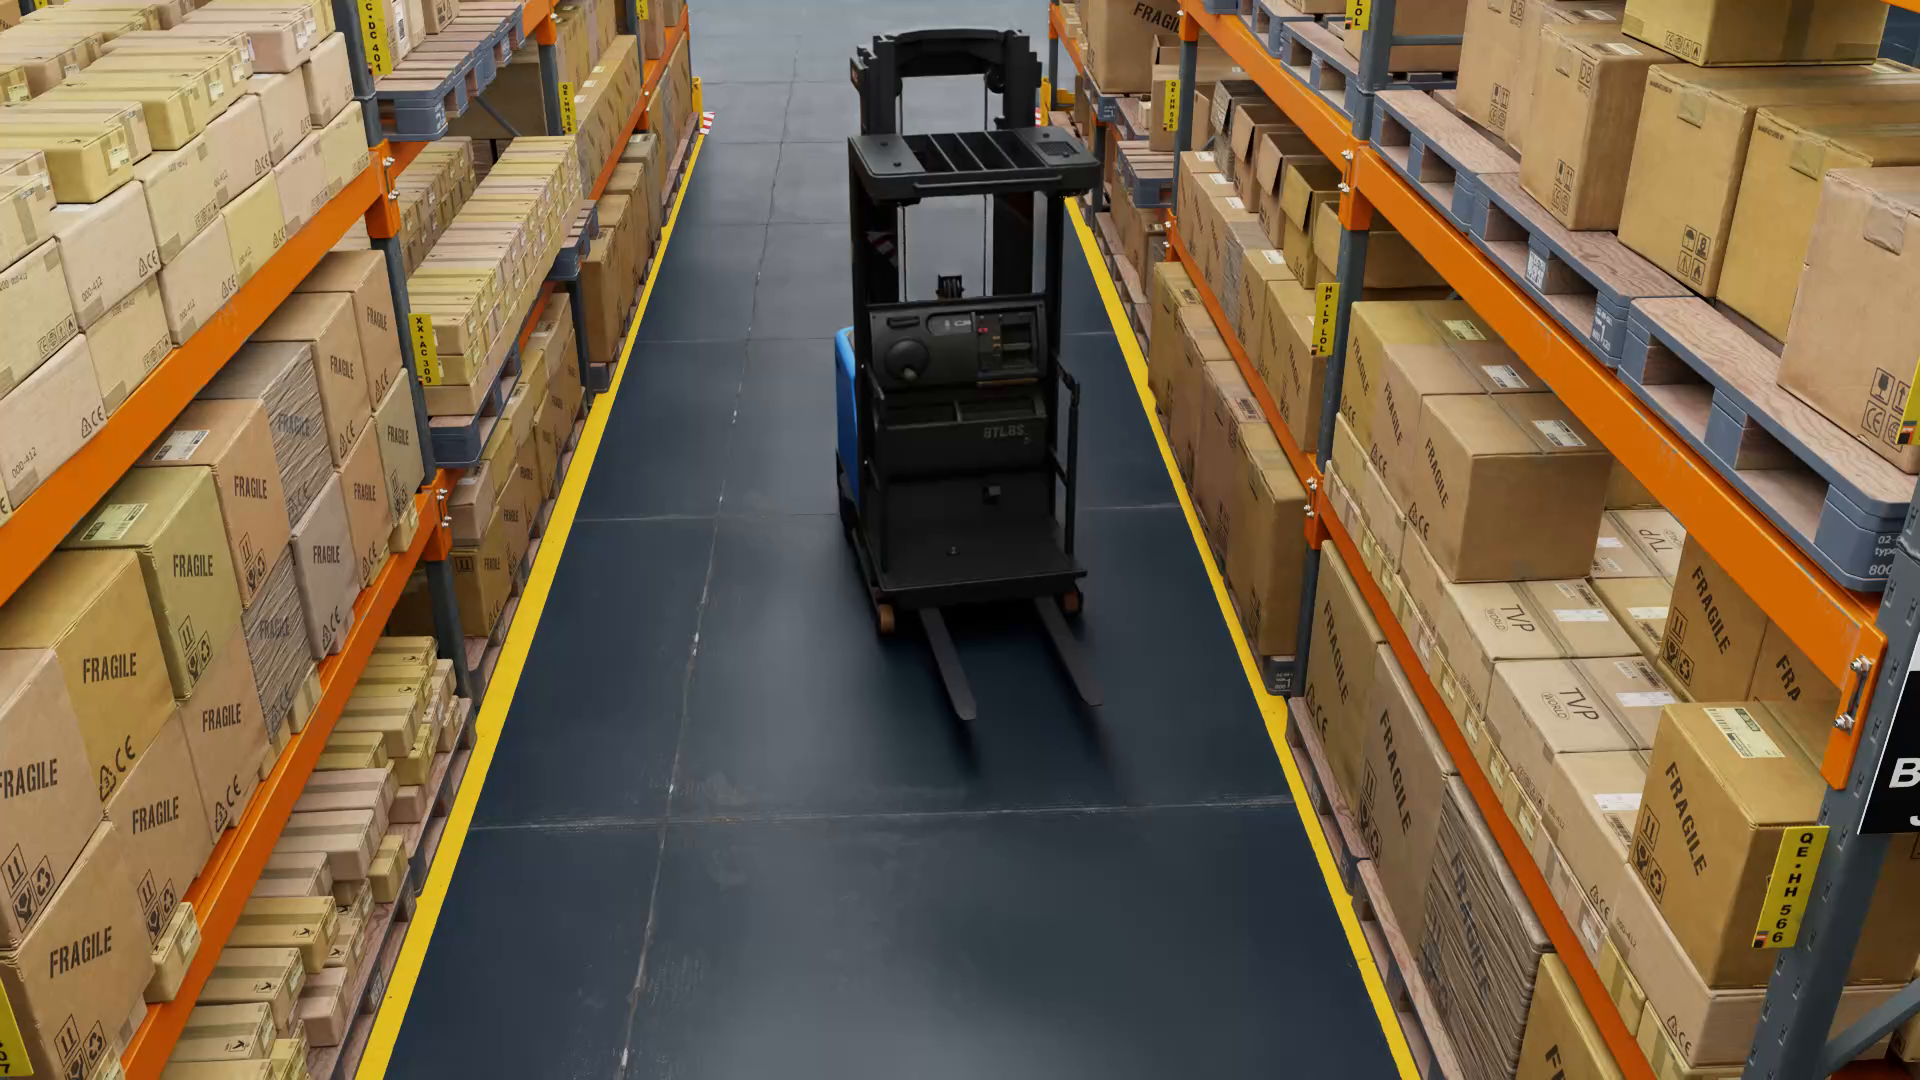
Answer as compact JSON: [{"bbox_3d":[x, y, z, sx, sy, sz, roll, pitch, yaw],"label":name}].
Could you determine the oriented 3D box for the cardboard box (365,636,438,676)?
[{"bbox_3d":[-2.563,0.557,7.424,0.380,0.149,0.250,-1,28,-1],"label":"cardboard box"}]

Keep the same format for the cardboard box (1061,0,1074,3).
[{"bbox_3d":[1.491,-5.952,17.488,0.875,0.500,0.500,-1,28,-3],"label":"cardboard box"}]

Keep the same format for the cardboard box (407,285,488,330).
[{"bbox_3d":[-2.424,-1.076,7.743,0.380,0.149,0.250,-1,28,-1],"label":"cardboard box"}]

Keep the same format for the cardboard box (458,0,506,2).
[{"bbox_3d":[-2.706,-2.918,8.749,0.500,0.500,0.500,-1,28,-3],"label":"cardboard box"}]

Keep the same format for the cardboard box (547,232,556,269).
[{"bbox_3d":[-2.516,-1.648,9.483,0.380,0.149,0.250,-3,28,-5],"label":"cardboard box"}]

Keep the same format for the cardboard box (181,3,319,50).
[{"bbox_3d":[-2.529,-1.817,5.938,0.380,0.149,0.250,-1,28,-1],"label":"cardboard box"}]

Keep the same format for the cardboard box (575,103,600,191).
[{"bbox_3d":[-2.834,-2.755,11.681,0.500,0.500,0.500,-2,28,-3],"label":"cardboard box"}]

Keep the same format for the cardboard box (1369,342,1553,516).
[{"bbox_3d":[1.904,-0.431,6.363,0.500,0.500,0.500,-1,28,-3],"label":"cardboard box"}]

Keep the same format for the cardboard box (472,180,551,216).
[{"bbox_3d":[-2.518,-1.914,9.351,0.380,0.149,0.250,-1,28,-3],"label":"cardboard box"}]

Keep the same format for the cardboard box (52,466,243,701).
[{"bbox_3d":[-2.429,0.125,4.756,0.500,0.500,0.500,-2,28,-4],"label":"cardboard box"}]

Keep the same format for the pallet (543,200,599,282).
[{"bbox_3d":[-2.907,-1.851,10.263,1.213,0.211,1.003,-1,28,-3],"label":"pallet"}]

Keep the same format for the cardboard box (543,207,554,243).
[{"bbox_3d":[-2.515,-1.777,9.409,0.380,0.149,0.250,-2,28,-3],"label":"cardboard box"}]

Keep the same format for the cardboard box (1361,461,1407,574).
[{"bbox_3d":[1.901,-0.101,6.540,0.500,0.250,0.500,-2,28,-3],"label":"cardboard box"}]

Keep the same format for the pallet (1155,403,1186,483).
[{"bbox_3d":[1.874,-0.733,10.928,1.003,0.211,1.213,-1,28,-3],"label":"pallet"}]

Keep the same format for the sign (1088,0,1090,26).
[{"bbox_3d":[1.158,-4.550,14.294,0.100,0.325,0.005,-1,28,-3],"label":"sign"}]

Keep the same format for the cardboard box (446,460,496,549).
[{"bbox_3d":[-2.616,-0.173,8.277,0.500,0.250,0.500,-3,28,-5],"label":"cardboard box"}]

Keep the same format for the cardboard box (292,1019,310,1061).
[{"bbox_3d":[-2.468,1.790,5.702,0.380,0.149,0.250,-1,28,-3],"label":"cardboard box"}]

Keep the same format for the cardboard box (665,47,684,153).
[{"bbox_3d":[-3.319,-4.483,16.946,0.875,0.875,0.875,-2,28,-3],"label":"cardboard box"}]

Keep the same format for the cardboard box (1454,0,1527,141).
[{"bbox_3d":[2.218,-1.733,5.916,0.700,0.500,0.500,-3,28,-6],"label":"cardboard box"}]

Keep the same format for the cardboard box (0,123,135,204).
[{"bbox_3d":[-2.409,-0.983,4.338,0.380,0.149,0.250,-1,28,-1],"label":"cardboard box"}]

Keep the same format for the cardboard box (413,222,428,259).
[{"bbox_3d":[-3.157,-1.646,9.159,0.380,0.149,0.250,-2,28,-3],"label":"cardboard box"}]

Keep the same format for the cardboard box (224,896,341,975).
[{"bbox_3d":[-2.409,1.389,5.829,0.380,0.149,0.250,-1,28,-2],"label":"cardboard box"}]

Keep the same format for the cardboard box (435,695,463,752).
[{"bbox_3d":[-2.481,0.835,7.533,0.380,0.149,0.250,-1,28,-2],"label":"cardboard box"}]

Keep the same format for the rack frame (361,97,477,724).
[{"bbox_3d":[-2.842,-0.415,7.303,1.000,3.000,0.127,-1,28,-3],"label":"rack frame"}]

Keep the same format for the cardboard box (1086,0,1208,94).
[{"bbox_3d":[1.601,-4.265,13.580,1.000,1.000,1.000,-1,28,-2],"label":"cardboard box"}]

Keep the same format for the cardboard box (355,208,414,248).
[{"bbox_3d":[-3.140,-1.661,8.865,0.380,0.149,0.250,-2,28,-3],"label":"cardboard box"}]

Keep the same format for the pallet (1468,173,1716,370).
[{"bbox_3d":[2.210,-0.839,4.967,1.003,0.211,1.213,-1,28,-3],"label":"pallet"}]

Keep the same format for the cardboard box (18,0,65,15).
[{"bbox_3d":[-8.004,-4.772,14.144,0.700,0.500,0.500,-2,28,-3],"label":"cardboard box"}]

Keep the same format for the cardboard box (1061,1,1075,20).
[{"bbox_3d":[1.259,-5.550,17.418,0.380,0.149,0.250,-1,28,-3],"label":"cardboard box"}]

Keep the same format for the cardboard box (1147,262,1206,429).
[{"bbox_3d":[1.923,-1.261,10.767,1.225,0.875,0.875,-3,28,-5],"label":"cardboard box"}]

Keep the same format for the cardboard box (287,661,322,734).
[{"bbox_3d":[-2.440,0.543,5.738,0.380,0.149,0.250,-1,28,-2],"label":"cardboard box"}]

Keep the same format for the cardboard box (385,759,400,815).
[{"bbox_3d":[-2.535,1.035,6.830,0.380,0.149,0.250,-1,28,-2],"label":"cardboard box"}]

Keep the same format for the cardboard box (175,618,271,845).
[{"bbox_3d":[-2.447,0.569,4.986,0.500,0.500,0.500,-1,28,-2],"label":"cardboard box"}]

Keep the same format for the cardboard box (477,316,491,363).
[{"bbox_3d":[-2.419,-0.935,7.794,0.380,0.149,0.250,-2,28,-4],"label":"cardboard box"}]

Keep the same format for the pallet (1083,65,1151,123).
[{"bbox_3d":[1.594,-3.741,13.887,1.003,0.211,1.213,-1,28,-3],"label":"pallet"}]

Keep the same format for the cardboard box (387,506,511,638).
[{"bbox_3d":[-2.615,0.159,8.450,0.500,0.500,0.500,0,28,-1],"label":"cardboard box"}]

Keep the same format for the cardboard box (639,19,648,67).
[{"bbox_3d":[-3.342,-4.600,15.164,0.875,0.550,0.550,-1,28,-3],"label":"cardboard box"}]

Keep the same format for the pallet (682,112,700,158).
[{"bbox_3d":[-3.348,-4.353,17.868,1.003,0.211,1.213,-1,28,-3],"label":"pallet"}]

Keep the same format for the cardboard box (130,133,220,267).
[{"bbox_3d":[-2.467,-0.970,4.745,0.500,0.250,0.500,-2,28,-5],"label":"cardboard box"}]

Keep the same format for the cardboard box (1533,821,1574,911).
[{"bbox_3d":[1.939,0.962,4.934,0.380,0.149,0.250,-1,28,-2],"label":"cardboard box"}]

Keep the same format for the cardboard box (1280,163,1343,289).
[{"bbox_3d":[2.051,-1.590,8.361,0.797,0.503,0.637,-1,28,-2],"label":"cardboard box"}]

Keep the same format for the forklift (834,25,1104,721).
[{"bbox_3d":[0.040,-0.987,8.473,1.130,2.935,3.031,-5,28,-10],"label":"forklift"}]

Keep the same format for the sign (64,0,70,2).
[{"bbox_3d":[-3.396,-2.134,6.369,0.100,0.325,0.005,-1,28,-3],"label":"sign"}]

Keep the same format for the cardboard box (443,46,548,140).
[{"bbox_3d":[-3.064,-2.958,10.988,0.700,0.500,0.500,-2,28,-3],"label":"cardboard box"}]

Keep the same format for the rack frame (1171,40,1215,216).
[{"bbox_3d":[1.908,-2.336,10.985,1.000,3.000,0.127,-1,28,-3],"label":"rack frame"}]

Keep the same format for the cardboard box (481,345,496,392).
[{"bbox_3d":[-2.423,-0.811,7.879,0.380,0.149,0.250,-1,28,-2],"label":"cardboard box"}]

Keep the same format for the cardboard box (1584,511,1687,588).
[{"bbox_3d":[2.458,0.118,6.120,0.500,0.250,0.500,-1,28,-2],"label":"cardboard box"}]

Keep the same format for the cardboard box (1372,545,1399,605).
[{"bbox_3d":[1.844,0.132,6.525,0.380,0.149,0.250,-2,28,-4],"label":"cardboard box"}]

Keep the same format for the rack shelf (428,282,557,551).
[{"bbox_3d":[-2.946,-1.020,9.240,1.077,0.370,4.000,-1,28,-3],"label":"rack shelf"}]

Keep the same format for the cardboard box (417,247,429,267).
[{"bbox_3d":[-3.158,-1.514,9.226,0.380,0.149,0.250,-1,28,-2],"label":"cardboard box"}]

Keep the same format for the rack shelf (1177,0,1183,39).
[{"bbox_3d":[1.803,-4.270,12.228,1.077,0.370,4.000,-1,28,-3],"label":"rack shelf"}]

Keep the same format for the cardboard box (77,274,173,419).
[{"bbox_3d":[-2.464,-0.526,4.433,0.500,0.250,0.500,-2,28,-4],"label":"cardboard box"}]

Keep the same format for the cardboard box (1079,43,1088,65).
[{"bbox_3d":[1.313,-4.509,15.423,0.380,0.149,0.250,-1,28,-3],"label":"cardboard box"}]

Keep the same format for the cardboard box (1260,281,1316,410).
[{"bbox_3d":[1.801,-0.971,8.260,0.500,0.500,0.500,-1,28,-1],"label":"cardboard box"}]
